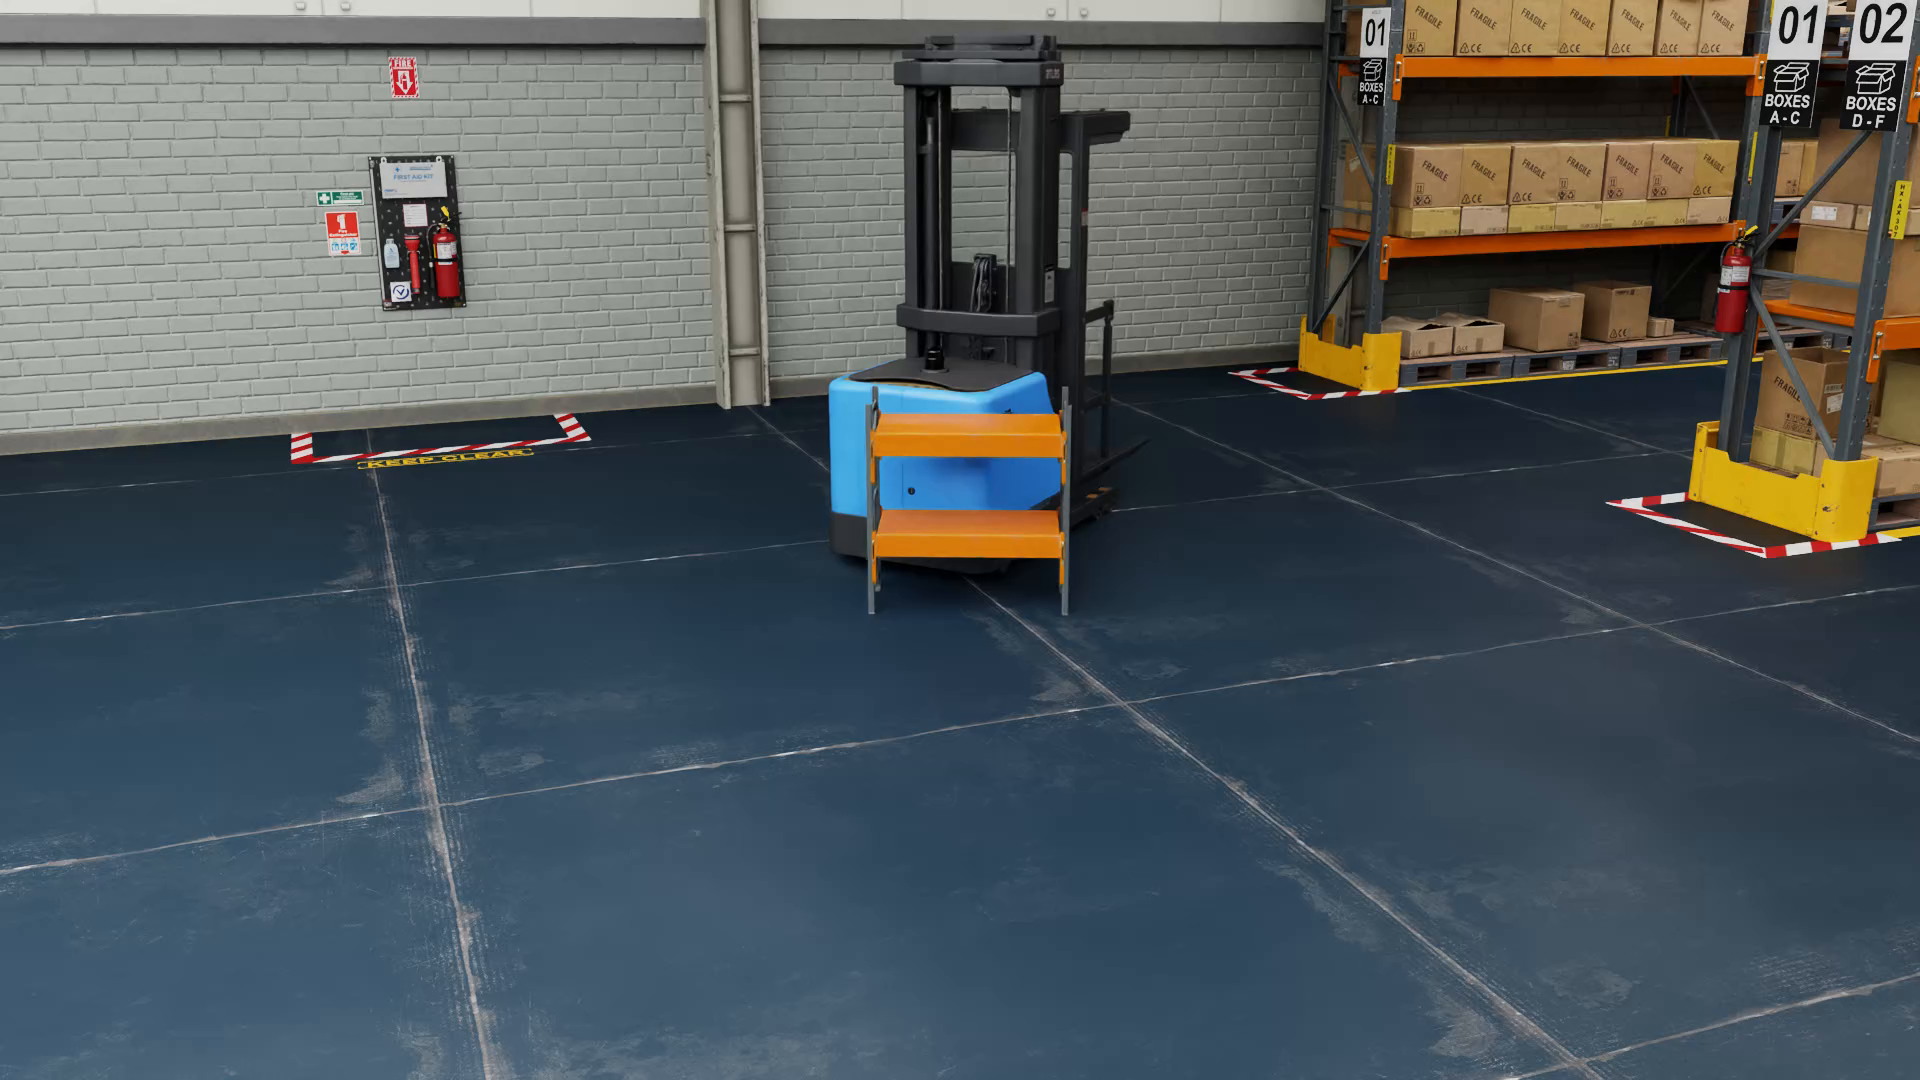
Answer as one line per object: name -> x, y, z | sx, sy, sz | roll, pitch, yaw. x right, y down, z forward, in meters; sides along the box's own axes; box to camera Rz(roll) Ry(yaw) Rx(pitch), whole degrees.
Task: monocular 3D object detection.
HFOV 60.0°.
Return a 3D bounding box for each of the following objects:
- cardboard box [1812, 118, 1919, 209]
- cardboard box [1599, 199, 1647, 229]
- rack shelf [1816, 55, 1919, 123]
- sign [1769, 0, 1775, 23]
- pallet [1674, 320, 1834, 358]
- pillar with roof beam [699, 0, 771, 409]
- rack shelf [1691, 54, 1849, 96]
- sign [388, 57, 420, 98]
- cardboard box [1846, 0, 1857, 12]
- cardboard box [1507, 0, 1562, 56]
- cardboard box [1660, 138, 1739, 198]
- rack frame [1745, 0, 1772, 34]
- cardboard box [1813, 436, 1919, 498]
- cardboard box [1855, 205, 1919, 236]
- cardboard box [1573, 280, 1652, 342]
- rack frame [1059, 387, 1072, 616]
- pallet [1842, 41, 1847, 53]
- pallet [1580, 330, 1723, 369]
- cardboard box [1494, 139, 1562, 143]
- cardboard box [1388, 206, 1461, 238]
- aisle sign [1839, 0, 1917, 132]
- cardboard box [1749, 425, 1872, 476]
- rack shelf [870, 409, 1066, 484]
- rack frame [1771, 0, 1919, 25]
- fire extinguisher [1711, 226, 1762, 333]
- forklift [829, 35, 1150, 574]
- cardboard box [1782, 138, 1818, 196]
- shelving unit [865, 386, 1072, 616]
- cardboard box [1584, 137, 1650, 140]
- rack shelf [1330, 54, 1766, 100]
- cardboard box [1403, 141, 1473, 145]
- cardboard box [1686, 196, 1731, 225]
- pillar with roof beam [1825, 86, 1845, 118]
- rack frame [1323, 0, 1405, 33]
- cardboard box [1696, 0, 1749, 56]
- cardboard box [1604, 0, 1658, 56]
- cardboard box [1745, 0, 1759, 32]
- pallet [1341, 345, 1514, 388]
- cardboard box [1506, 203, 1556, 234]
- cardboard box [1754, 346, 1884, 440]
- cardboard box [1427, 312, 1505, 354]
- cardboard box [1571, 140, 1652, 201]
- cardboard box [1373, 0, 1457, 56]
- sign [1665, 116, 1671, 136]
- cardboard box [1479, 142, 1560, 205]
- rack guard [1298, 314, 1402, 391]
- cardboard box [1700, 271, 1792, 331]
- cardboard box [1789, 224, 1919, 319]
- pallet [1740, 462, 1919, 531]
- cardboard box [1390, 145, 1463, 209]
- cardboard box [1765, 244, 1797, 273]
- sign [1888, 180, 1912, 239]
cardboard box -> 5.700, -2.310, 10.162 | 0.500, 0.500, 0.700 | -6, 17, -20
cardboard box -> 5.903, -3.004, 15.236 | 0.500, 0.250, 0.500 | -6, 17, -20
rack shelf -> 7.077, -2.886, 10.557 | 4.000, 0.370, 1.077 | -6, 17, -20
sign -> 7.370, -4.842, 15.023 | 0.005, 0.325, 0.100 | -6, 17, -20
pallet -> 7.895, -2.038, 16.663 | 1.213, 0.211, 1.003 | -6, 17, -20
pillar with roof beam -> -0.285, -4.333, 8.882 | 0.400, 9.000, 9.100 | -6, 17, -20
rack shelf -> 9.036, -4.593, 16.367 | 4.000, 0.370, 1.077 | -6, 17, -20
sign -> -4.189, -3.485, 12.530 | 0.199, 0.298, 0.001 | -6, 17, -20
cardboard box -> 5.748, -3.405, 9.869 | 0.637, 0.503, 0.797 | -5, 17, -16
cardboard box -> 4.833, -4.457, 14.414 | 0.500, 0.500, 0.500 | -5, 17, -18
cardboard box -> 6.838, -3.465, 15.475 | 0.500, 0.500, 0.500 | -6, 17, -20
rack frame -> 7.169, -6.175, 15.157 | 0.127, 3.000, 1.000 | -6, 17, -20
cardboard box -> 5.790, -0.468, 10.505 | 0.500, 0.250, 0.500 | -6, 17, -20
cardboard box -> 5.653, -1.933, 10.028 | 0.250, 0.149, 0.380 | -6, 18, -20
cardboard box -> 6.214, -2.194, 15.900 | 0.500, 0.500, 0.500 | -8, 18, -24
rack frame -> 0.556, -0.210, 8.818 | 0.032, 1.125, 0.500 | 0, 16, 1
pallet -> 8.751, -4.786, 16.081 | 1.003, 0.211, 1.213 | -6, 17, -20
pallet -> 6.554, -1.882, 16.133 | 1.213, 0.211, 1.003 | -6, 17, -20
cardboard box -> 5.223, -3.447, 15.412 | 0.500, 0.500, 0.500 | -6, 17, -19
cardboard box -> 4.003, -2.797, 14.530 | 0.500, 0.250, 0.500 | -7, 18, -22
aisle sign -> 5.258, -2.751, 9.528 | 0.004, 0.787, 0.394 | -6, 17, -20
cardboard box -> 5.605, -0.605, 10.969 | 0.500, 0.250, 0.500 | -6, 17, -20
rack shelf -> 0.048, -0.495, 8.748 | 1.000, 0.278, 0.538 | 0, 16, 1
rack frame -> 5.210, -4.469, 9.346 | 0.127, 3.000, 1.000 | -6, 17, -20
fire extinguisher -> 4.933, -1.664, 10.578 | 0.183, 0.674, 0.296 | -6, 17, -20
forklift -> 0.364, -1.585, 10.294 | 1.130, 2.935, 3.031 | 8, 18, 26
cardboard box -> 8.181, -3.653, 16.255 | 0.500, 0.500, 0.700 | -4, 17, -14
shelving unit -> 0.048, -0.214, 8.830 | 1.048, 1.125, 0.538 | 0, 16, 1
cardboard box -> 6.171, -3.551, 15.766 | 0.500, 0.500, 0.500 | -6, 17, -20
rack shelf -> 5.301, -4.189, 14.994 | 4.000, 0.370, 1.077 | -6, 17, -20
cardboard box -> 4.271, -3.343, 15.058 | 0.500, 0.500, 0.500 | -6, 17, -19
cardboard box -> 6.835, -3.107, 15.586 | 0.500, 0.250, 0.500 | -6, 17, -20
pillar with roof beam -> 10.921, -5.543, 13.002 | 0.400, 9.000, 9.100 | -6, 17, -20
rack frame -> 3.434, -5.772, 13.783 | 0.127, 3.000, 1.000 | -6, 17, -20
cardboard box -> 6.783, -4.678, 15.167 | 0.500, 0.500, 0.500 | -6, 17, -19
cardboard box -> 5.805, -4.564, 14.781 | 0.500, 0.500, 0.500 | -7, 18, -22
cardboard box -> 7.708, -5.020, 15.622 | 0.500, 0.500, 0.500 | -4, 17, -12
pallet -> 4.276, -1.636, 15.295 | 1.213, 0.211, 1.003 | -6, 17, -20
cardboard box -> 4.960, -2.903, 14.891 | 0.500, 0.250, 0.500 | -6, 18, -21
cardboard box -> 5.604, -0.965, 10.865 | 0.500, 0.500, 0.500 | -6, 17, -20
cardboard box -> 4.644, -1.918, 15.298 | 0.500, 0.311, 0.500 | -5, 17, -15
cardboard box -> 5.900, -3.366, 15.135 | 0.500, 0.500, 0.500 | -7, 18, -22
cardboard box -> 3.835, -4.358, 14.080 | 0.500, 0.500, 0.500 | -6, 17, -19
sign -> 6.967, -3.998, 16.335 | 0.005, 0.325, 0.100 | -6, 17, -20
cardboard box -> 4.937, -3.258, 14.768 | 0.500, 0.500, 0.500 | -7, 18, -22
rack guard -> 3.505, -1.702, 15.007 | 0.348, 0.500, 1.175 | -6, 17, -20
cardboard box -> 7.850, -2.387, 16.560 | 0.500, 0.500, 0.700 | -6, 17, -18
cardboard box -> 5.650, -1.682, 10.326 | 0.500, 0.500, 0.700 | -6, 17, -20
pallet -> 5.909, -0.341, 10.885 | 1.213, 0.211, 1.003 | -6, 17, -20
cardboard box -> 3.987, -3.160, 14.436 | 0.500, 0.500, 0.500 | -6, 17, -20
cardboard box -> 8.260, -2.792, 16.608 | 0.500, 0.250, 0.500 | -7, 18, -21
sign -> 5.403, -1.897, 9.559 | 0.005, 0.325, 0.100 | -6, 17, -20
